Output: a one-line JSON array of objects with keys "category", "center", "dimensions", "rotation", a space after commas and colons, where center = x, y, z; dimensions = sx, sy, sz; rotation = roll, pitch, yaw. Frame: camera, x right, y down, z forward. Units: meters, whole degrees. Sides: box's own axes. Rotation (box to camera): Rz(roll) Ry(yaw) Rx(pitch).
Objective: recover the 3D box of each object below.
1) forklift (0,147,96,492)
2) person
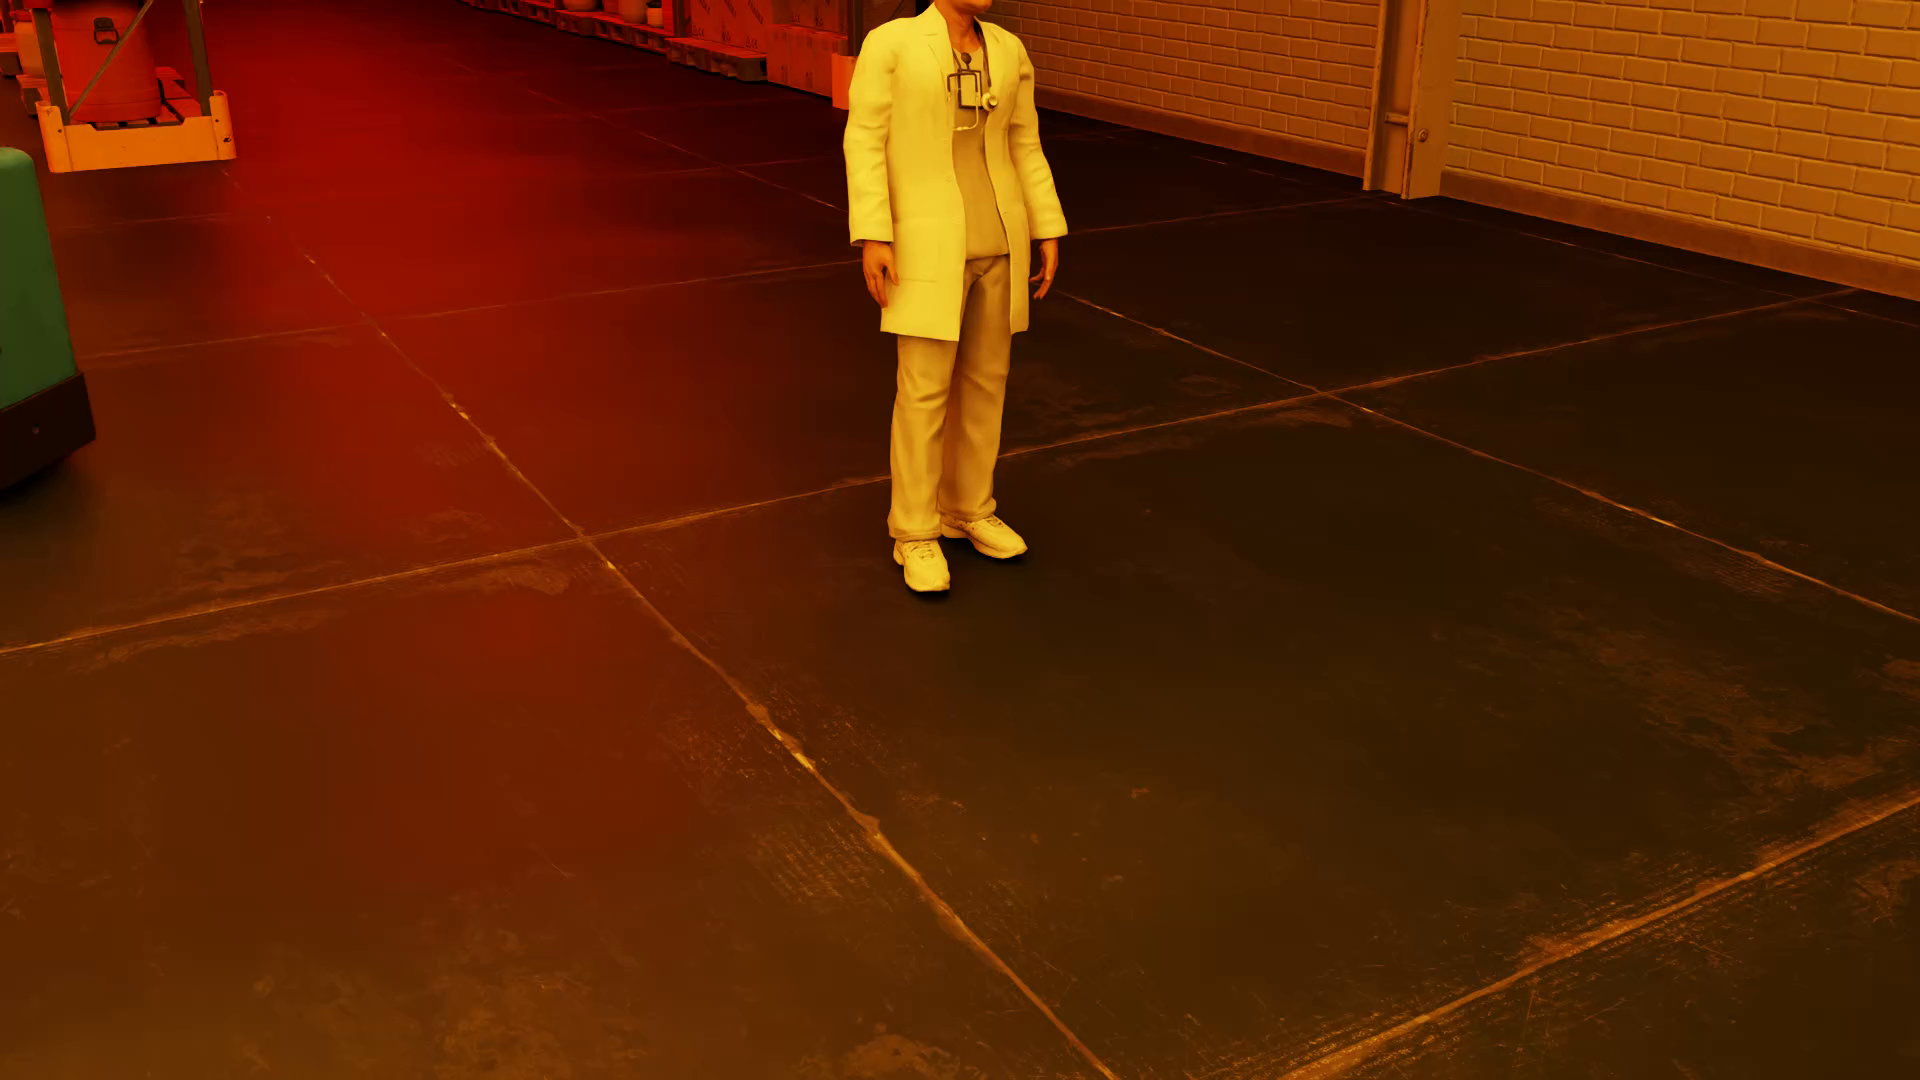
[{"category": "forklift", "center": [-4.567, -1.534, 5.013], "dimensions": [3.031, 2.935, 1.130], "rotation": [2, 22, 6]}, {"category": "person", "center": [0.043, -0.799, 4.719], "dimensions": [0.698, 1.778, 0.578], "rotation": [-12, 25, -28]}]
